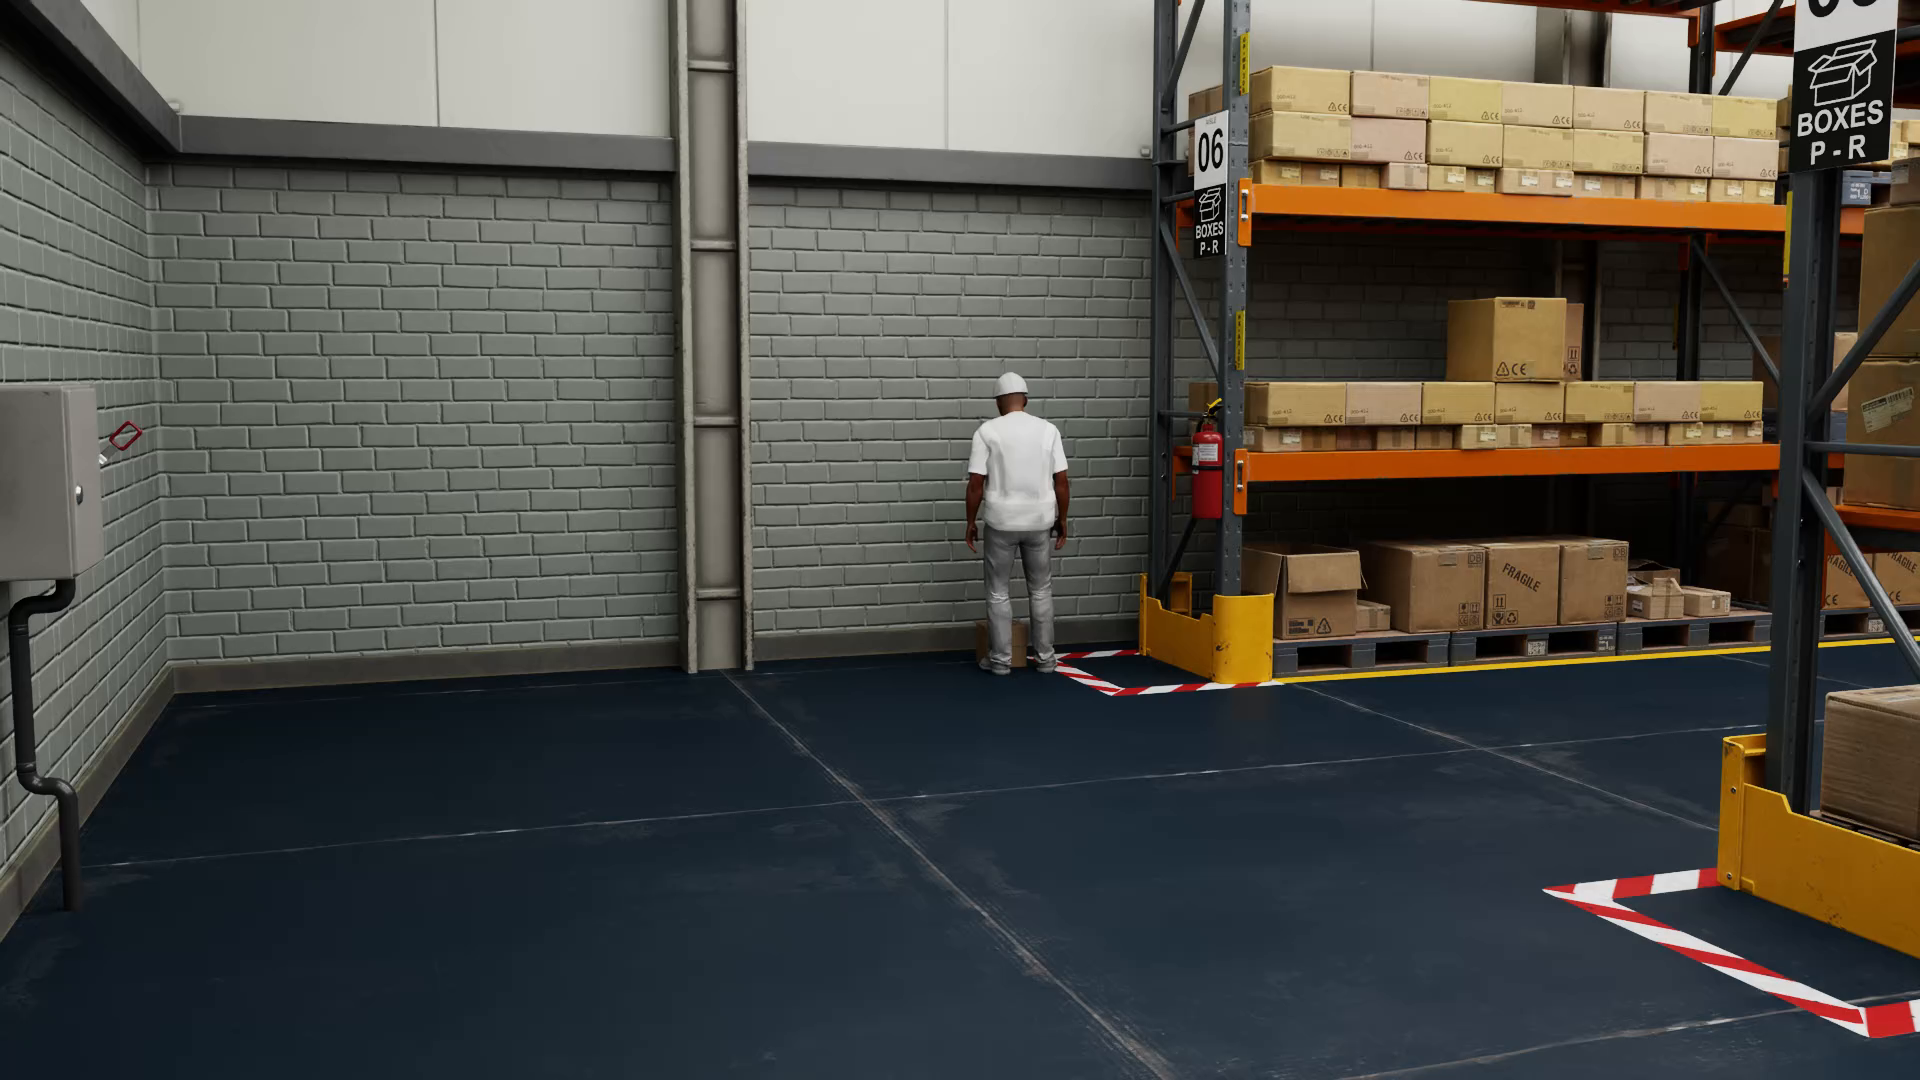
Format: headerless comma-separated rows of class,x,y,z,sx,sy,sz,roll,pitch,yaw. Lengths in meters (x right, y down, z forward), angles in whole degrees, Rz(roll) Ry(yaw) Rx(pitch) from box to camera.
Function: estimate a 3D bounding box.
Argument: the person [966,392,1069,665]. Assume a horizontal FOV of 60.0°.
person,0.330,-0.111,9.744,0.625,1.661,0.357,-1,6,-12
